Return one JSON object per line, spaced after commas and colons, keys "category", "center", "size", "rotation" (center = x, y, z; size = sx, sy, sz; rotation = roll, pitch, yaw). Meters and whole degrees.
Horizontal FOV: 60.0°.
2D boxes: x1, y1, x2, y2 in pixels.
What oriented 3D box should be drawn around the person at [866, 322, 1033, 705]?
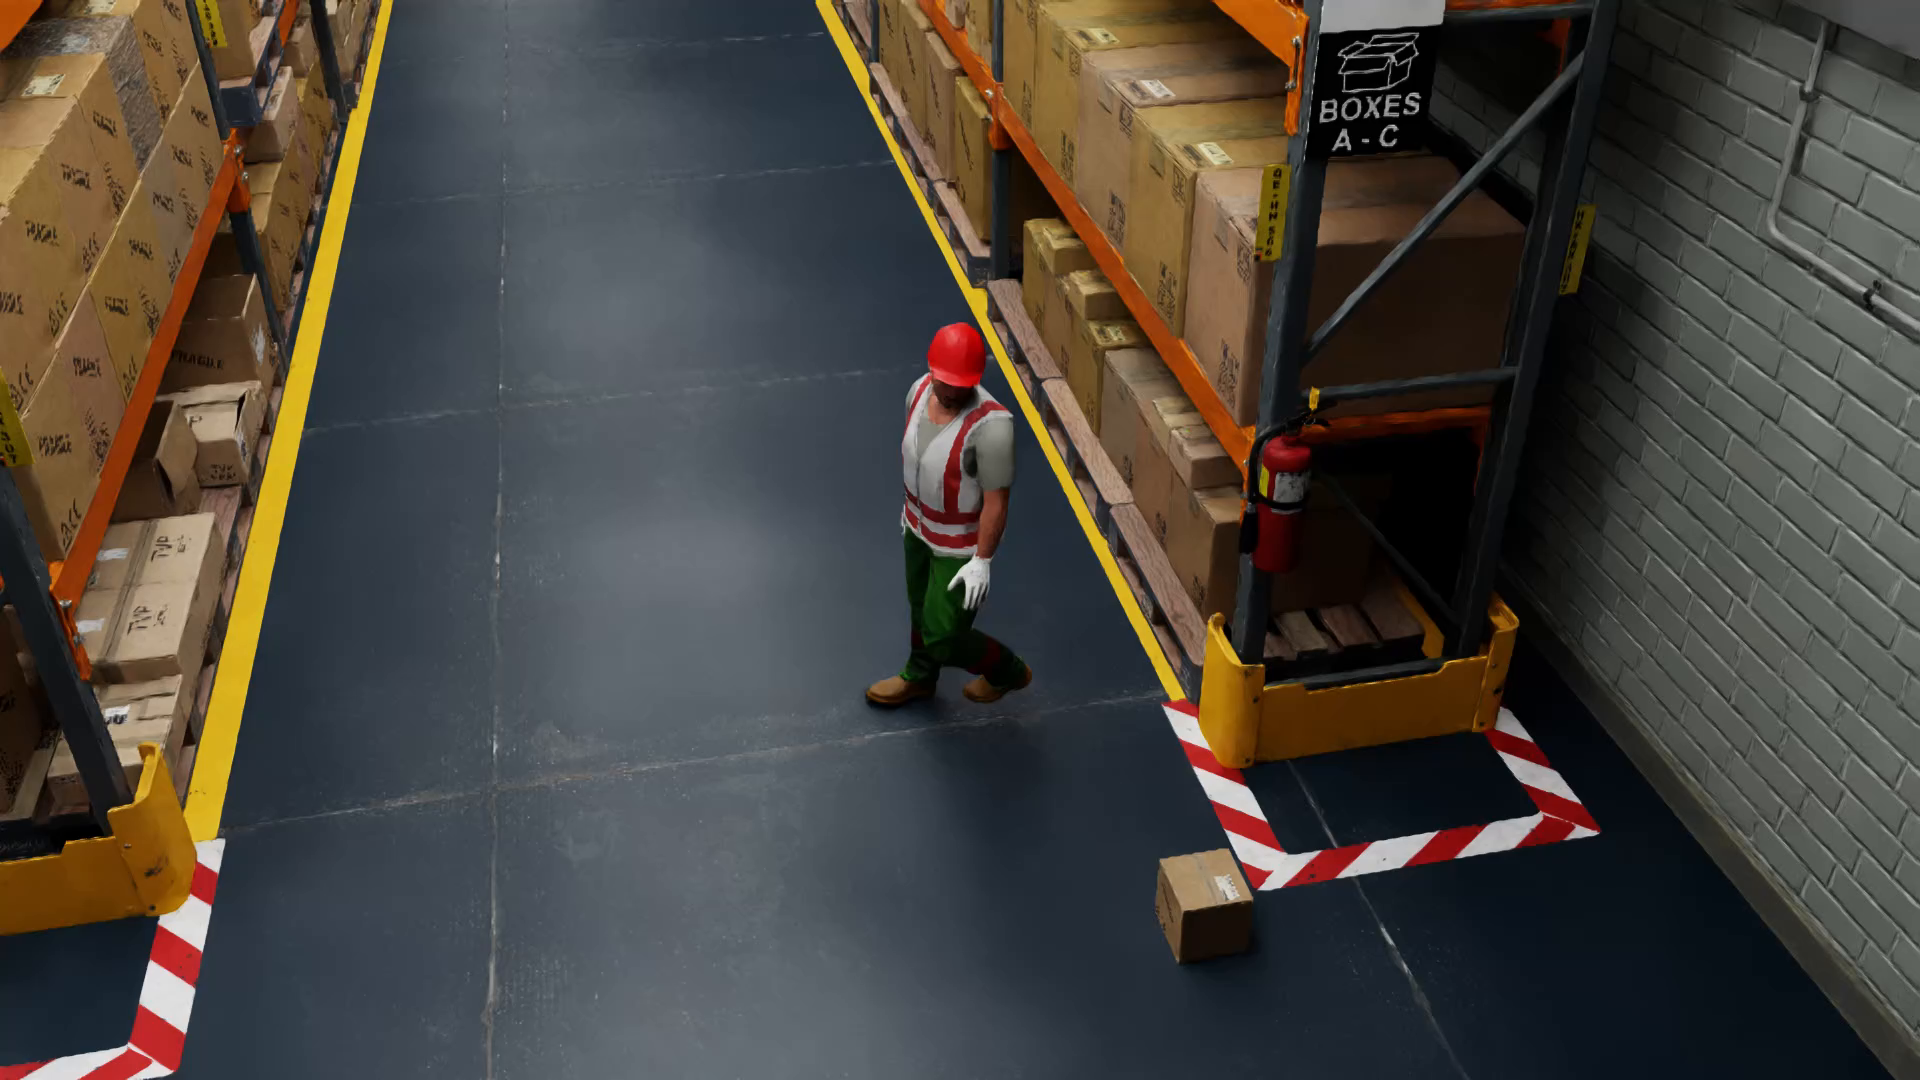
{"category": "person", "center": [-0.014, -0.034, 6.167], "size": [0.532, 1.775, 0.607], "rotation": [-21, 39, -28]}
